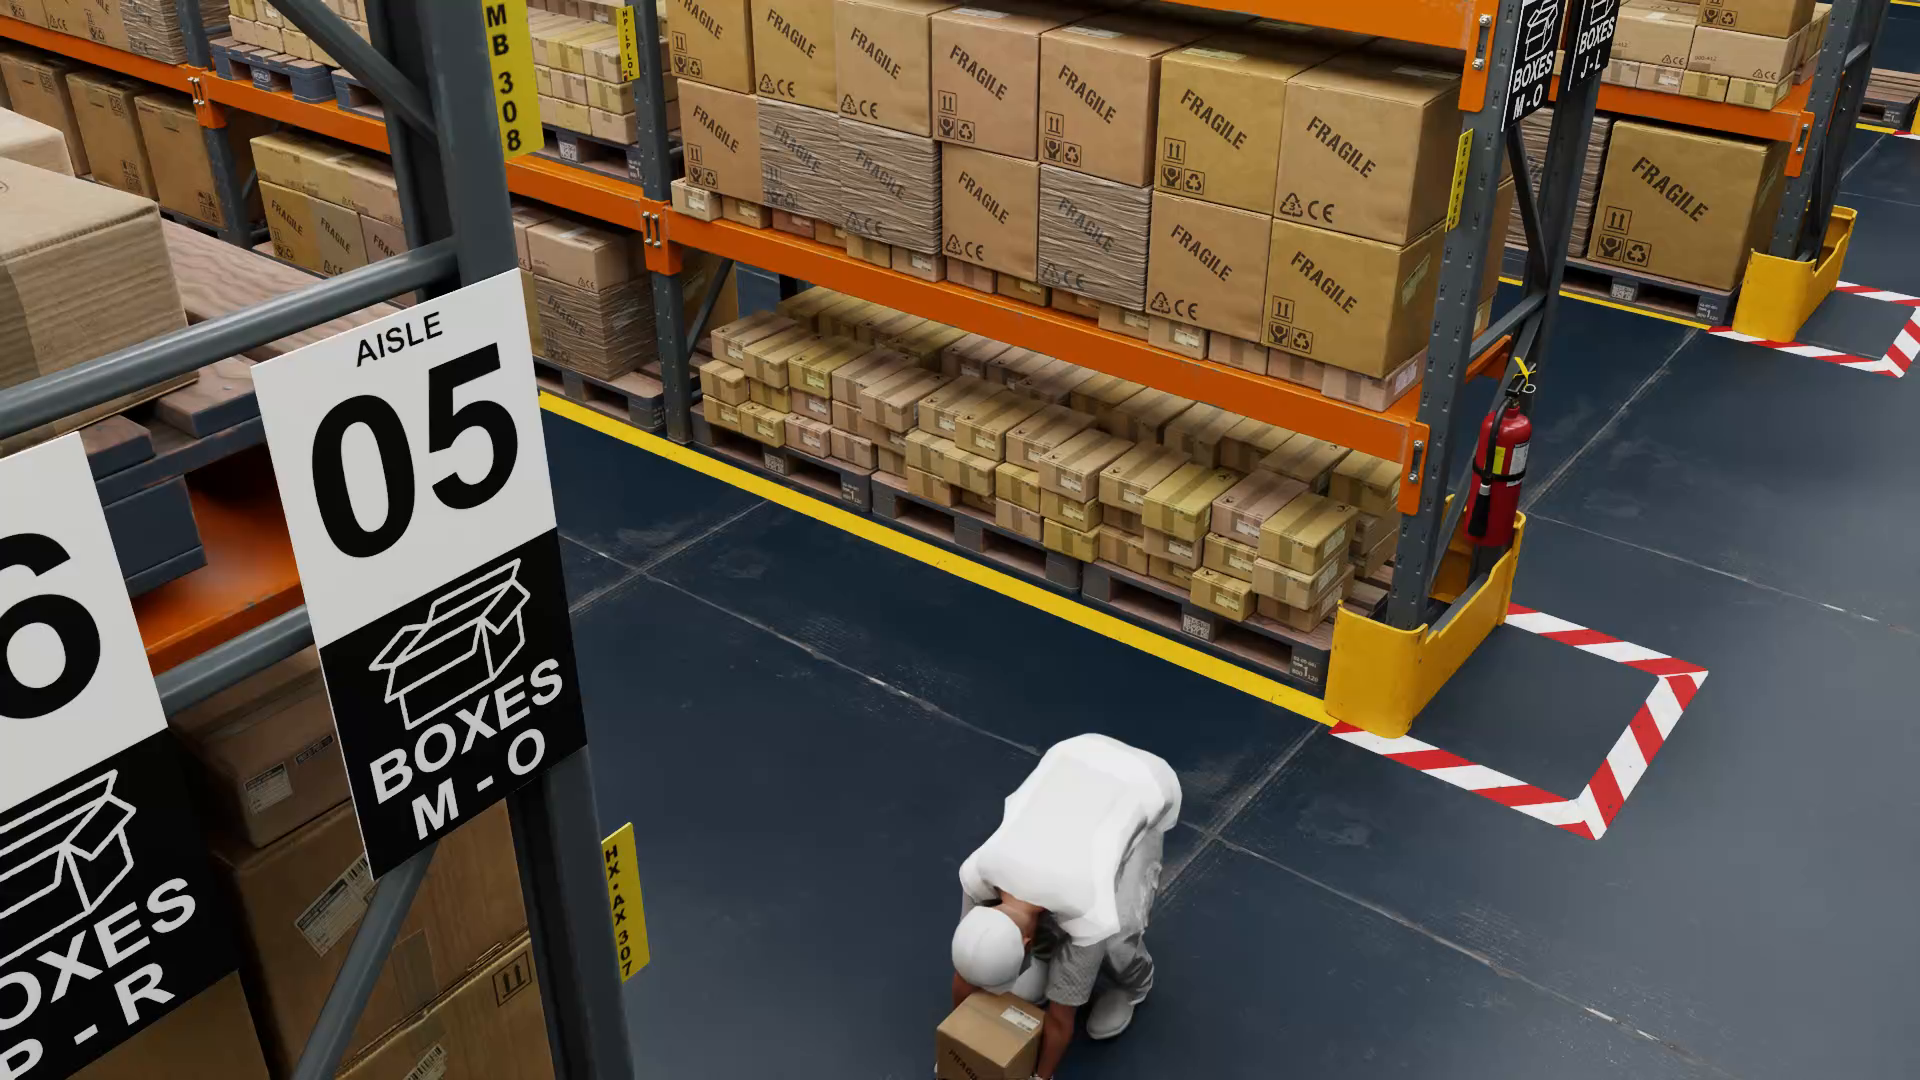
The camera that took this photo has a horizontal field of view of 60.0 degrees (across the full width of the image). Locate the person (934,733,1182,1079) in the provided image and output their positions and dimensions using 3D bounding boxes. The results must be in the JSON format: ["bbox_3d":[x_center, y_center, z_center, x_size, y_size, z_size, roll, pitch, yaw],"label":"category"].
[{"bbox_3d":[0.301,1.144,5.033,0.521,0.925,0.985,19,36,29],"label":"person"}]
